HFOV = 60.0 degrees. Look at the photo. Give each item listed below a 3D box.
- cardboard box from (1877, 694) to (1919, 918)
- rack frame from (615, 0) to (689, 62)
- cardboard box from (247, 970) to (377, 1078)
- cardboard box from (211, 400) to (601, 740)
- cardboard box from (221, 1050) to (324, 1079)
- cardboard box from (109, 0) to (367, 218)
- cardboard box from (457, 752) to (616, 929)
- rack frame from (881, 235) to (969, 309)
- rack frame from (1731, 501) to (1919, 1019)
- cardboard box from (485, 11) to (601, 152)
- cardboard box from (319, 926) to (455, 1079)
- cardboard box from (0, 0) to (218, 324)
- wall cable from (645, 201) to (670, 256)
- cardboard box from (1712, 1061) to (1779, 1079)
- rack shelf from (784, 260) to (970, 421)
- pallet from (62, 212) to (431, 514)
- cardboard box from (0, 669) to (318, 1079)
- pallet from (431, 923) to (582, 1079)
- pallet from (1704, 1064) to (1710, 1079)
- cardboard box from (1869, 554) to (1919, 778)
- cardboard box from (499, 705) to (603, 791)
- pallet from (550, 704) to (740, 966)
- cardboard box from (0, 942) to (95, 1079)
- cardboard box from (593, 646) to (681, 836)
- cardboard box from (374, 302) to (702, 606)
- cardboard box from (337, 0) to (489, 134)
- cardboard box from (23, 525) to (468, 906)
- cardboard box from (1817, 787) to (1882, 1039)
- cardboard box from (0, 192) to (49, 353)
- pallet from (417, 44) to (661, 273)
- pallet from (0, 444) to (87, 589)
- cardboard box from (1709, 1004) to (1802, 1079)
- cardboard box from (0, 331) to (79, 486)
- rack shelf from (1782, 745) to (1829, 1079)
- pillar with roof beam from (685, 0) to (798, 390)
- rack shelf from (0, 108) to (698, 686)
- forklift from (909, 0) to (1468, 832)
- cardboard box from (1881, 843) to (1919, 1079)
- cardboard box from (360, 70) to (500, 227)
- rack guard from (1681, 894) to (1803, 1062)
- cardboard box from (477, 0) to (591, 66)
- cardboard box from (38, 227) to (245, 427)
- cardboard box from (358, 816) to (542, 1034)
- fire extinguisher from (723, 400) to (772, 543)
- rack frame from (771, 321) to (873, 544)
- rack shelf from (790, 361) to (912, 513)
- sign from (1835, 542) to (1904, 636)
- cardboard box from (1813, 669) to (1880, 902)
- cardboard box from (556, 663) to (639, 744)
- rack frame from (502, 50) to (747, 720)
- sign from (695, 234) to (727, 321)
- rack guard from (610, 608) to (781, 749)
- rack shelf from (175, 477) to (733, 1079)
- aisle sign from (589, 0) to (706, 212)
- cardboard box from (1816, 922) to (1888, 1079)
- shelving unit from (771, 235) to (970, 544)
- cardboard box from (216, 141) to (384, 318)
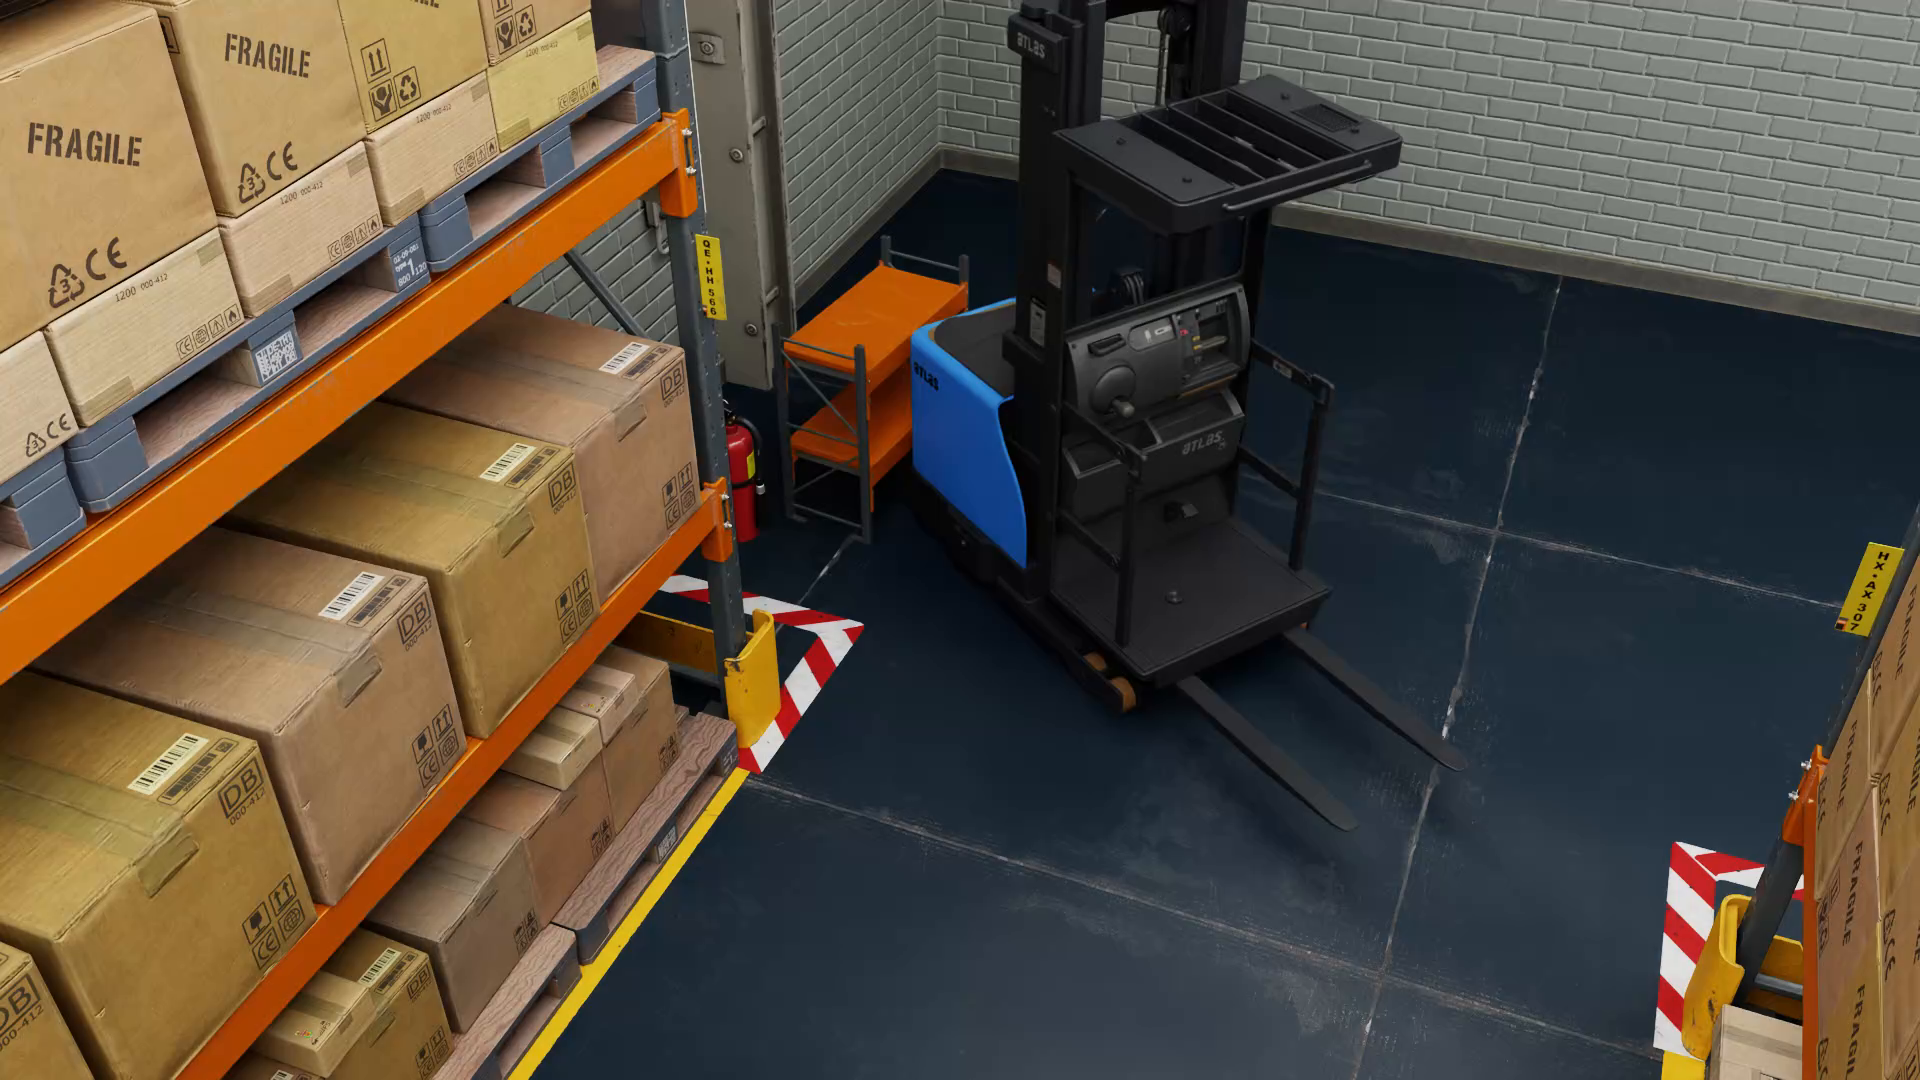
[{"bbox_3d":[2.591,0.656,4.050,0.500,0.500,0.500,14,39,18],"label":"cardboard box"},{"bbox_3d":[-1.387,-2.910,4.728,1.000,3.000,0.127,14,39,18],"label":"rack frame"},{"bbox_3d":[-2.032,1.453,5.097,0.380,0.149,0.250,13,39,16],"label":"cardboard box"},{"bbox_3d":[-1.838,0.063,5.511,0.980,0.700,0.700,14,39,17],"label":"cardboard box"},{"bbox_3d":[-2.335,1.873,5.078,0.700,0.500,0.500,13,39,17],"label":"cardboard box"},{"bbox_3d":[-1.804,-1.124,3.909,0.500,0.500,0.500,12,38,16],"label":"cardboard box"},{"bbox_3d":[-1.751,1.014,6.227,0.700,0.500,0.500,14,39,18],"label":"cardboard box"},{"bbox_3d":[-0.181,-1.044,8.809,0.500,1.125,0.032,18,40,22],"label":"rack frame"},{"bbox_3d":[3.196,0.619,5.017,1.000,3.000,0.127,14,39,18],"label":"rack frame"},{"bbox_3d":[-1.420,-1.391,4.892,0.500,0.250,0.500,15,39,19],"label":"cardboard box"},{"bbox_3d":[-2.138,1.589,5.457,0.700,0.500,0.500,15,39,19],"label":"cardboard box"},{"bbox_3d":[-2.005,-0.834,3.521,0.500,0.500,0.500,14,39,18],"label":"cardboard box"},{"bbox_3d":[-1.774,-1.838,7.457,0.084,1.984,1.851,14,39,18],"label":"wall cable"},{"bbox_3d":[2.623,1.870,5.343,0.380,0.166,0.250,14,39,18],"label":"cardboard box"},{"bbox_3d":[-0.423,-1.011,8.275,0.538,0.278,1.000,18,40,22],"label":"rack shelf"},{"bbox_3d":[-2.122,-0.582,4.193,1.003,0.211,1.213,14,39,18],"label":"pallet"},{"bbox_3d":[-2.404,0.888,4.407,0.980,0.700,0.700,13,39,17],"label":"cardboard box"},{"bbox_3d":[-2.084,1.744,5.842,1.003,0.211,1.213,14,39,18],"label":"pallet"},{"bbox_3d":[2.864,2.220,5.205,1.003,0.211,1.213,14,39,18],"label":"pallet"},{"bbox_3d":[2.783,0.365,4.440,0.500,0.500,0.500,15,39,19],"label":"cardboard box"},{"bbox_3d":[-1.538,0.731,6.063,0.380,0.149,0.250,15,39,19],"label":"cardboard box"},{"bbox_3d":[-1.619,1.071,6.743,1.003,0.211,1.213,14,39,18],"label":"pallet"},{"bbox_3d":[-2.687,1.291,3.868,0.980,0.700,0.700,14,39,18],"label":"cardboard box"},{"bbox_3d":[-1.561,0.736,6.598,0.700,0.500,0.500,14,39,18],"label":"cardboard box"},{"bbox_3d":[-1.572,-0.342,6.054,0.980,0.700,0.700,16,40,20],"label":"cardboard box"},{"bbox_3d":[-1.613,-1.415,4.298,0.500,0.500,0.500,15,39,19],"label":"cardboard box"},{"bbox_3d":[-2.137,0.483,4.949,0.980,0.700,0.700,12,38,16],"label":"cardboard box"},{"bbox_3d":[2.592,1.052,4.355,0.500,0.500,0.500,13,39,17],"label":"cardboard box"},{"bbox_3d":[-2.188,-0.559,3.153,0.500,0.500,0.500,13,39,17],"label":"cardboard box"},{"bbox_3d":[-1.659,-1.260,5.100,1.003,0.211,1.213,14,39,18],"label":"pallet"},{"bbox_3d":[-2.588,0.091,3.293,1.003,0.211,1.213,14,39,18],"label":"pallet"},{"bbox_3d":[2.719,1.739,5.534,0.380,0.149,0.250,14,39,18],"label":"cardboard box"},{"bbox_3d":[-2.195,-0.243,3.357,0.500,0.250,0.500,13,39,17],"label":"cardboard box"},{"bbox_3d":[2.435,2.015,3.751,1.077,0.370,4.000,14,39,18],"label":"rack shelf"},{"bbox_3d":[2.822,-3.621,5.680,9.100,9.000,0.400,14,39,18],"label":"pillar with roof beam"},{"bbox_3d":[-2.148,-0.313,4.360,1.077,0.370,4.000,14,39,18],"label":"rack shelf"},{"bbox_3d":[0.966,-0.731,6.881,1.130,2.935,3.031,-21,42,-26],"label":"forklift"},{"bbox_3d":[2.396,0.932,3.681,0.500,0.500,0.500,14,39,18],"label":"cardboard box"},{"bbox_3d":[-1.617,-1.102,4.506,0.500,0.250,0.500,12,39,16],"label":"cardboard box"},{"bbox_3d":[3.167,1.663,5.709,1.175,0.500,0.348,14,39,18],"label":"rack guard"},{"bbox_3d":[-1.413,-1.690,4.666,0.500,0.500,0.500,14,39,18],"label":"cardboard box"},{"bbox_3d":[-2.007,-0.529,3.739,0.500,0.250,0.500,13,39,17],"label":"cardboard box"},{"bbox_3d":[-1.942,1.292,5.854,0.700,0.500,0.500,13,39,16],"label":"cardboard box"},{"bbox_3d":[-0.903,-0.305,6.630,0.296,0.674,0.183,14,39,18],"label":"fire extinguisher"},{"bbox_3d":[-0.665,-0.509,8.092,0.500,1.125,0.032,18,40,22],"label":"rack frame"},{"bbox_3d":[-0.423,-0.580,8.597,0.538,0.278,1.000,18,40,22],"label":"rack shelf"},{"bbox_3d":[2.694,0.149,4.923,0.100,0.325,0.005,14,39,18],"label":"sign"},{"bbox_3d":[2.783,0.765,4.739,0.500,0.500,0.500,15,39,19],"label":"cardboard box"},{"bbox_3d":[-1.441,0.589,6.253,0.380,0.149,0.250,13,39,17],"label":"cardboard box"},{"bbox_3d":[-1.387,-0.507,6.524,1.000,3.000,0.127,14,39,18],"label":"rack frame"},{"bbox_3d":[-0.890,-0.934,5.931,0.100,0.325,0.005,14,39,18],"label":"sign"},{"bbox_3d":[-1.378,0.481,7.290,1.175,0.500,0.348,14,39,18],"label":"rack guard"},{"bbox_3d":[-2.148,0.889,5.258,1.077,0.370,4.000,14,39,18],"label":"rack shelf"},{"bbox_3d":[-1.082,-1.520,5.708,0.394,0.787,0.004,14,39,18],"label":"aisle sign"},{"bbox_3d":[2.398,1.329,3.984,0.500,0.500,0.500,14,39,18],"label":"cardboard box"},{"bbox_3d":[-0.423,-0.776,8.451,0.538,1.125,1.048,18,40,22],"label":"shelving unit"},{"bbox_3d":[-1.810,-0.813,4.119,0.500,0.250,0.500,13,39,16],"label":"cardboard box"}]
